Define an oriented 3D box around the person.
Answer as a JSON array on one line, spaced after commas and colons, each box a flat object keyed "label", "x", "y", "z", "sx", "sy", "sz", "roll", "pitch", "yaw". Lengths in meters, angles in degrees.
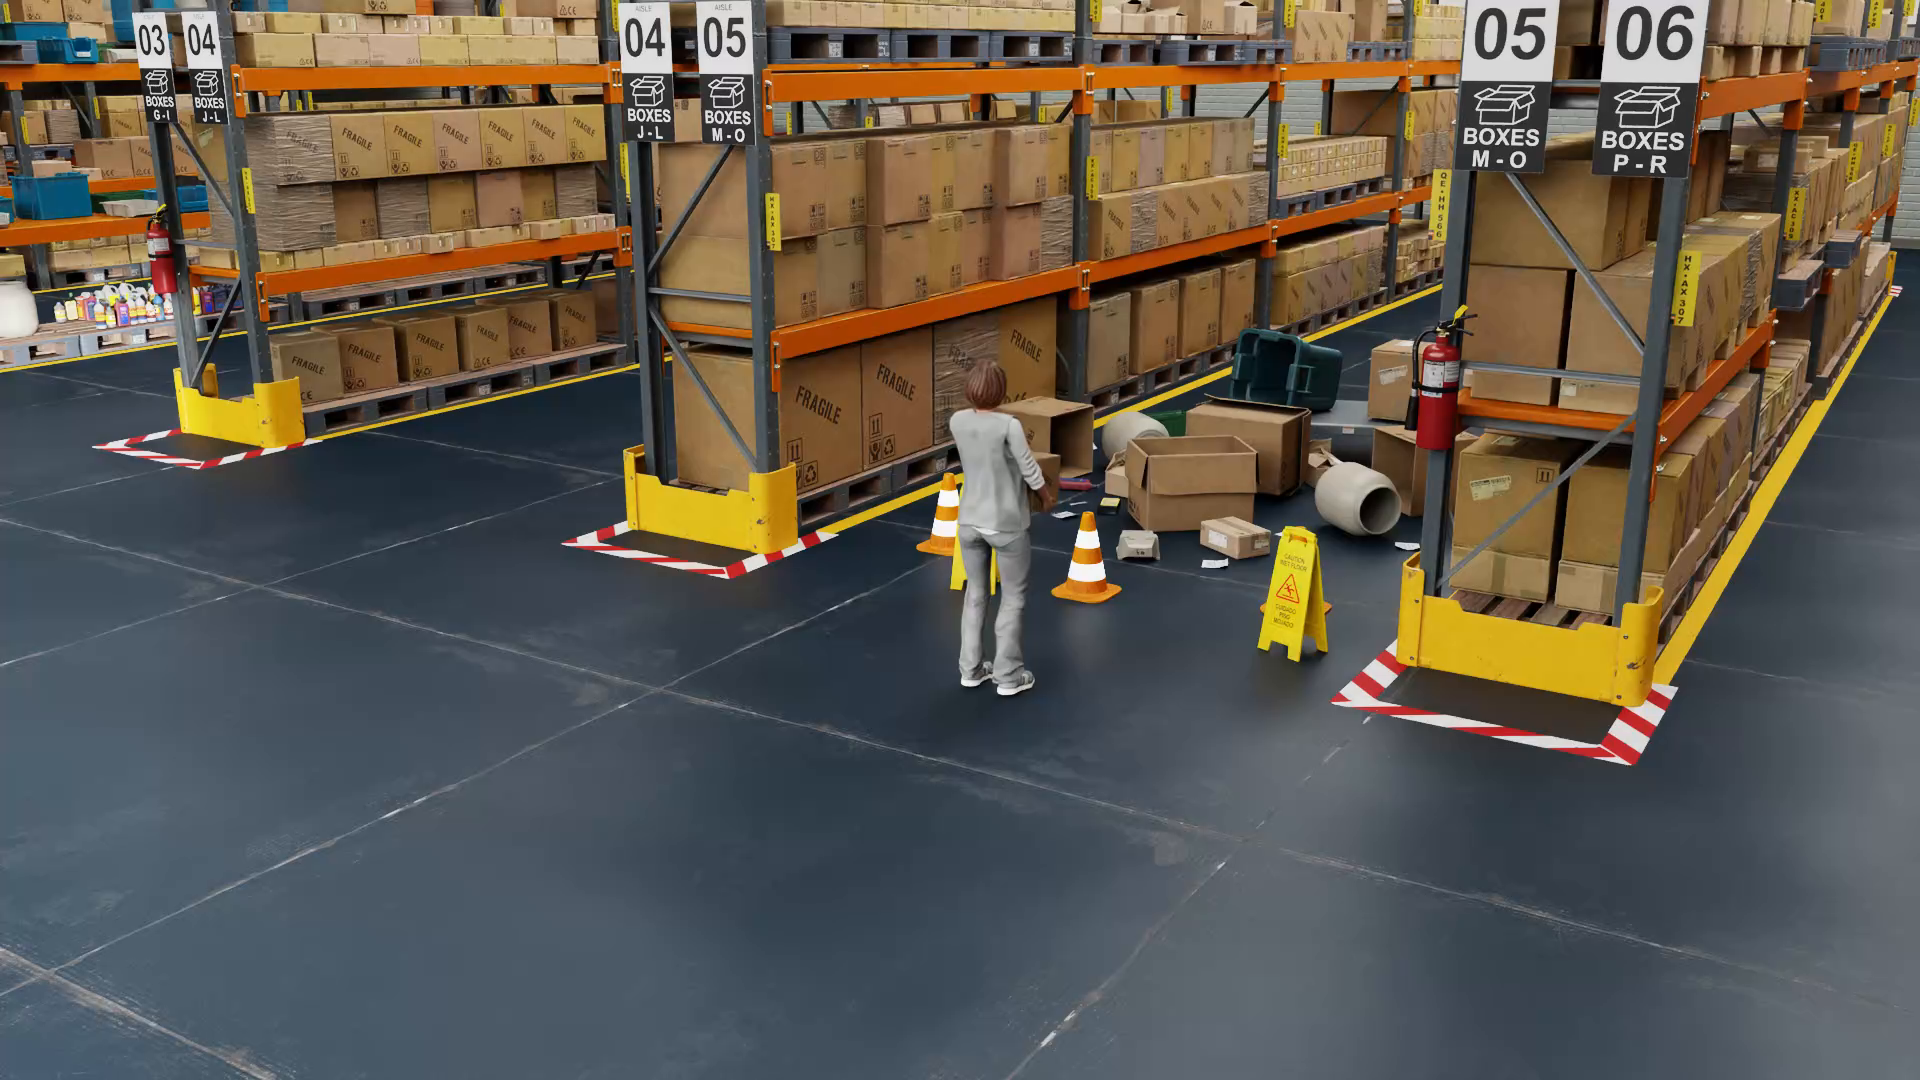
[{"label": "person", "x": 0.206, "y": -0.078, "z": 7.830, "sx": 0.404, "sy": 1.593, "sz": 0.494, "roll": 10, "pitch": 19, "yaw": 31}]
